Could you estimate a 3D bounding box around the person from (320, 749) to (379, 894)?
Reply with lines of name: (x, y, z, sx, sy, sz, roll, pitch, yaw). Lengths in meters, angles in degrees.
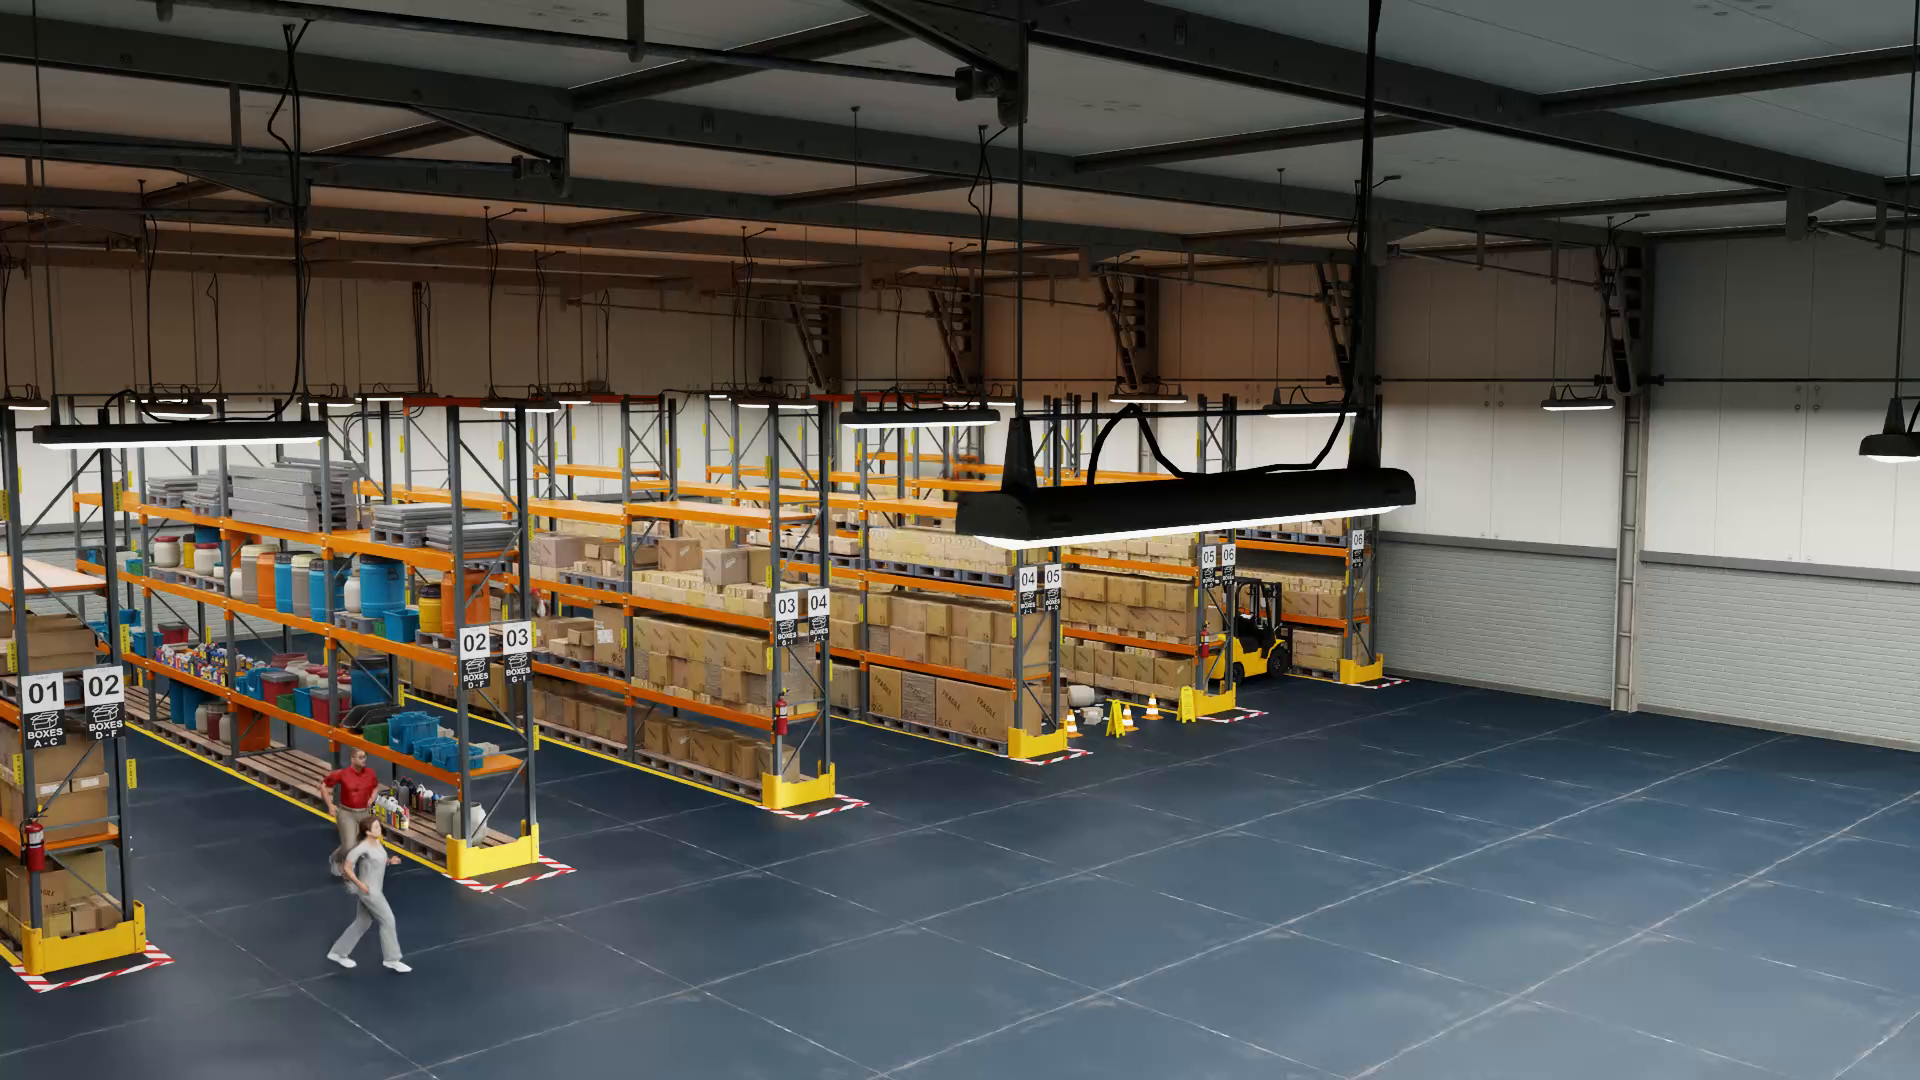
person: (-7.629, 3.520, 20.906, 0.909, 1.663, 0.701, 5, 7, 39)

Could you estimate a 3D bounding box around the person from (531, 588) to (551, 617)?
person: (-9.284, 1.903, 36.720, 0.690, 1.735, 0.770, -3, 6, -31)

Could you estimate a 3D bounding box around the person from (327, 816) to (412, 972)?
person: (-6.325, 3.783, 17.765, 0.862, 1.707, 0.547, -1, 6, -11)
